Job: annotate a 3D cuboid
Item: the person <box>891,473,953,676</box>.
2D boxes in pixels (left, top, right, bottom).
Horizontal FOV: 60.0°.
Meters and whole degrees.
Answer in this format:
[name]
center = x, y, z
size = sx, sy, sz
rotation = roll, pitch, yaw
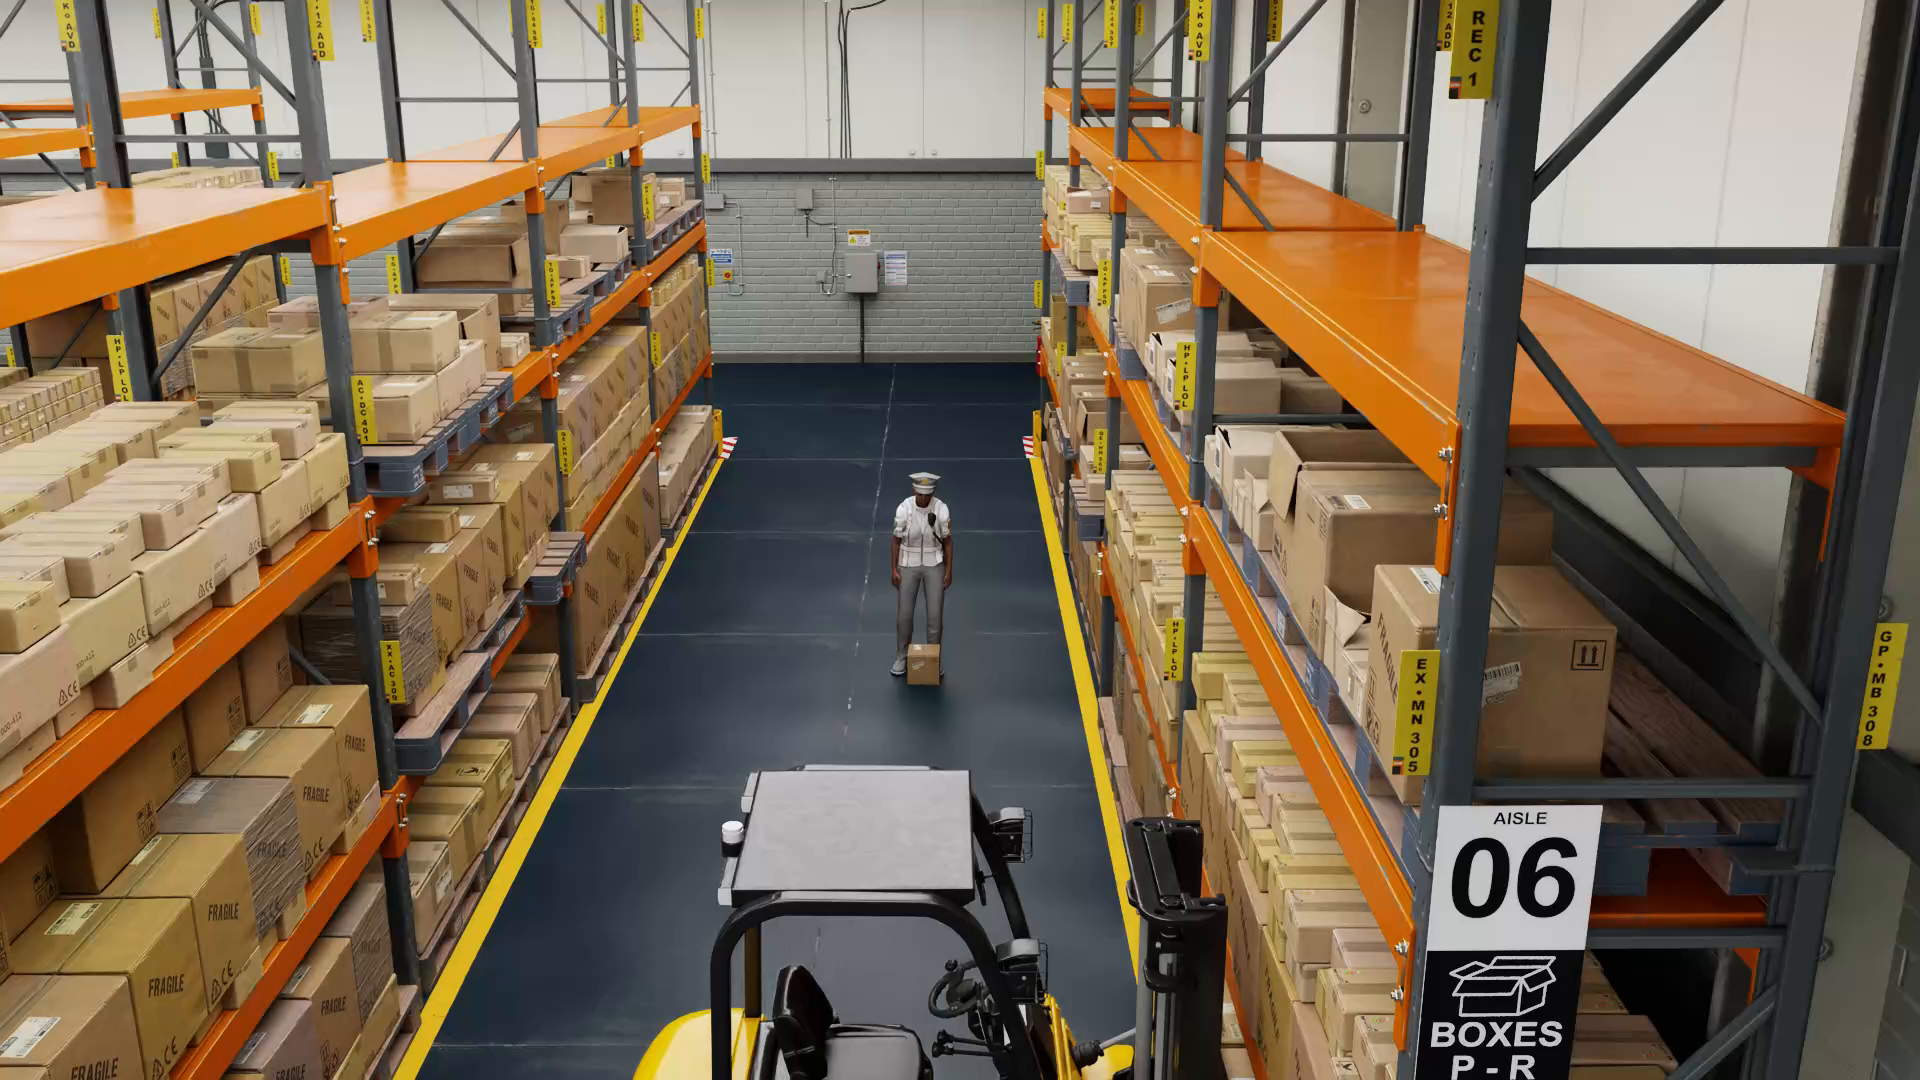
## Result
[person]
center = -0.308, 0.254, 13.256
size = 0.503, 1.656, 0.422
rotation = 0, 17, -1
